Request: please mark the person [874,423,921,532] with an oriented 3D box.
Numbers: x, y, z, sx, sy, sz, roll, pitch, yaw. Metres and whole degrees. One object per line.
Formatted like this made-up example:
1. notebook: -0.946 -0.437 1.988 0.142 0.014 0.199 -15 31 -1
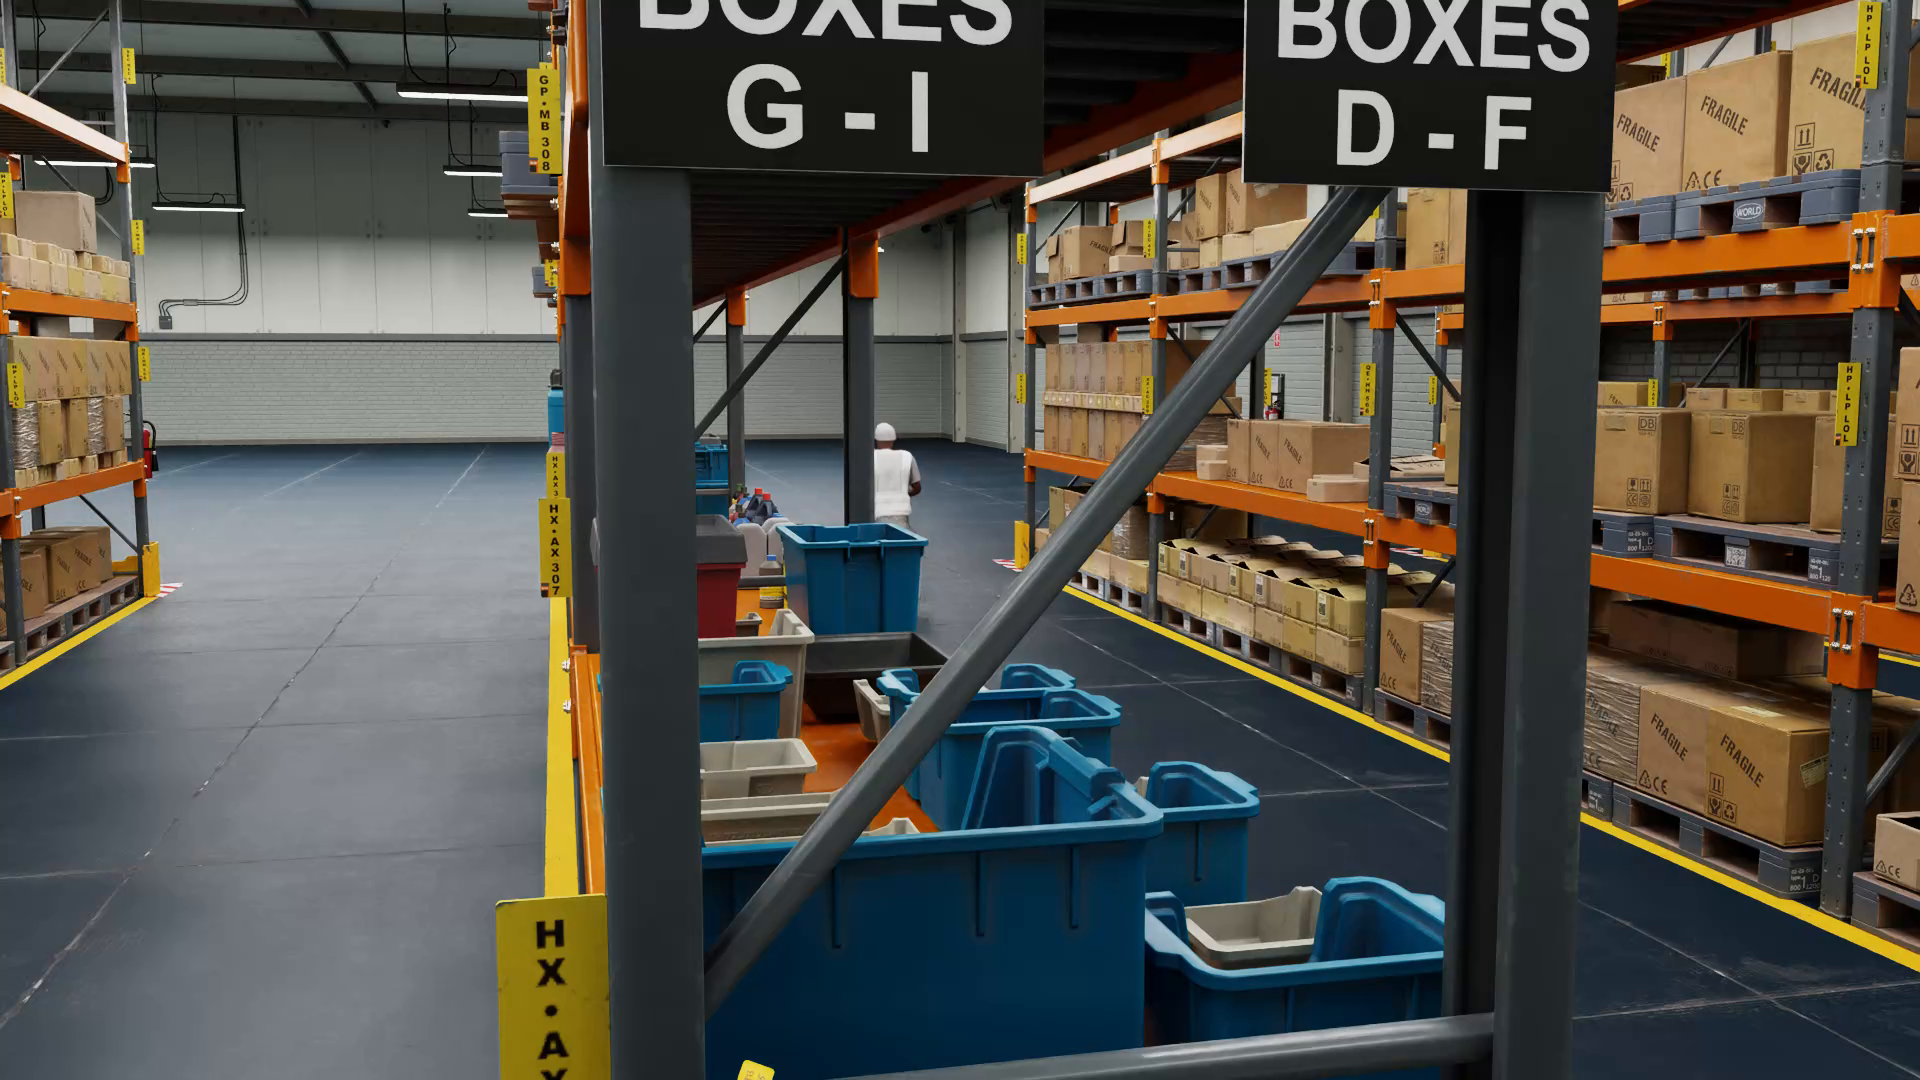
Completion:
1. person: -0.682 -0.211 15.135 0.684 1.696 0.878 -1 6 -10
